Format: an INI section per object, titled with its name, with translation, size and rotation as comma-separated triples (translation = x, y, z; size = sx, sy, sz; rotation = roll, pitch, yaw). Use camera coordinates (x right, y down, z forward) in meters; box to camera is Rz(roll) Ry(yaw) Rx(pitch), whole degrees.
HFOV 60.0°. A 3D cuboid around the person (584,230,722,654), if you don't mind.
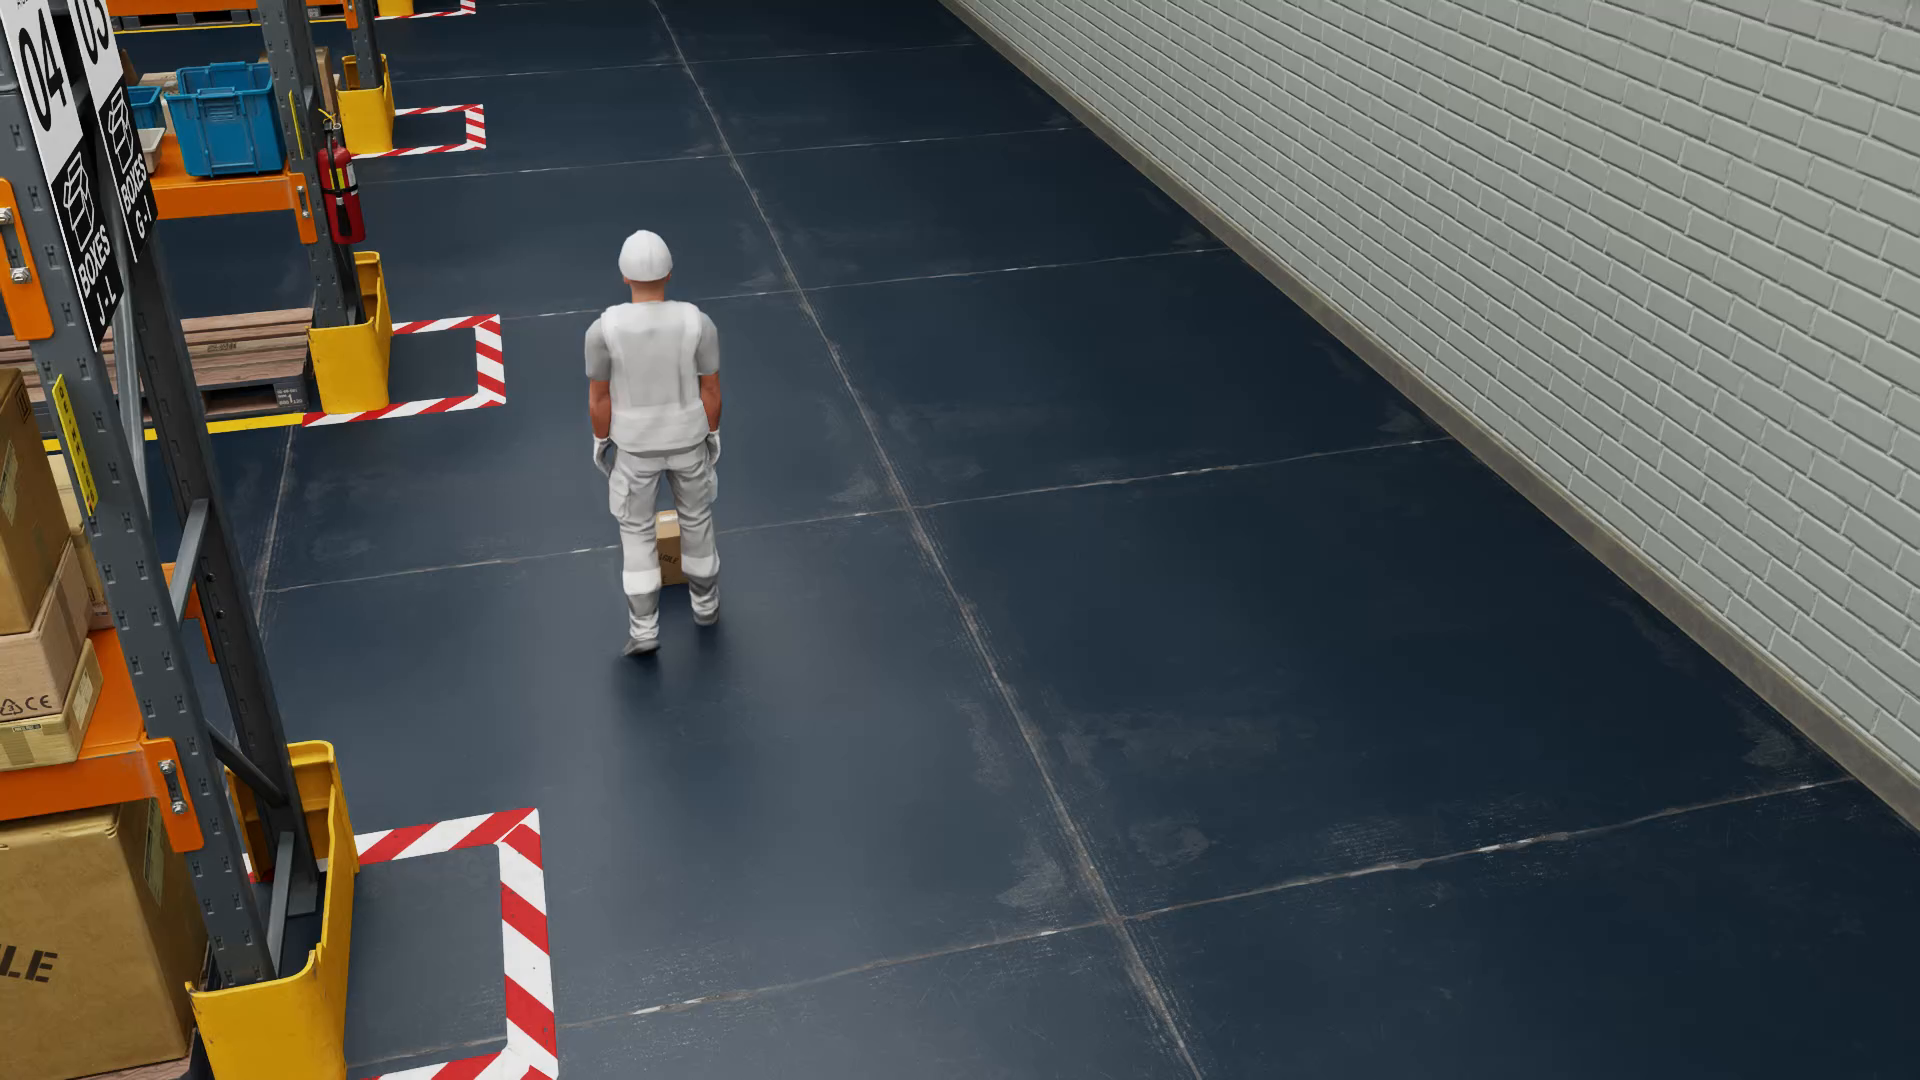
[person]
translation = -1.227, -0.361, 6.813
size = 0.541, 1.879, 0.525
rotation = -7, 31, -12
